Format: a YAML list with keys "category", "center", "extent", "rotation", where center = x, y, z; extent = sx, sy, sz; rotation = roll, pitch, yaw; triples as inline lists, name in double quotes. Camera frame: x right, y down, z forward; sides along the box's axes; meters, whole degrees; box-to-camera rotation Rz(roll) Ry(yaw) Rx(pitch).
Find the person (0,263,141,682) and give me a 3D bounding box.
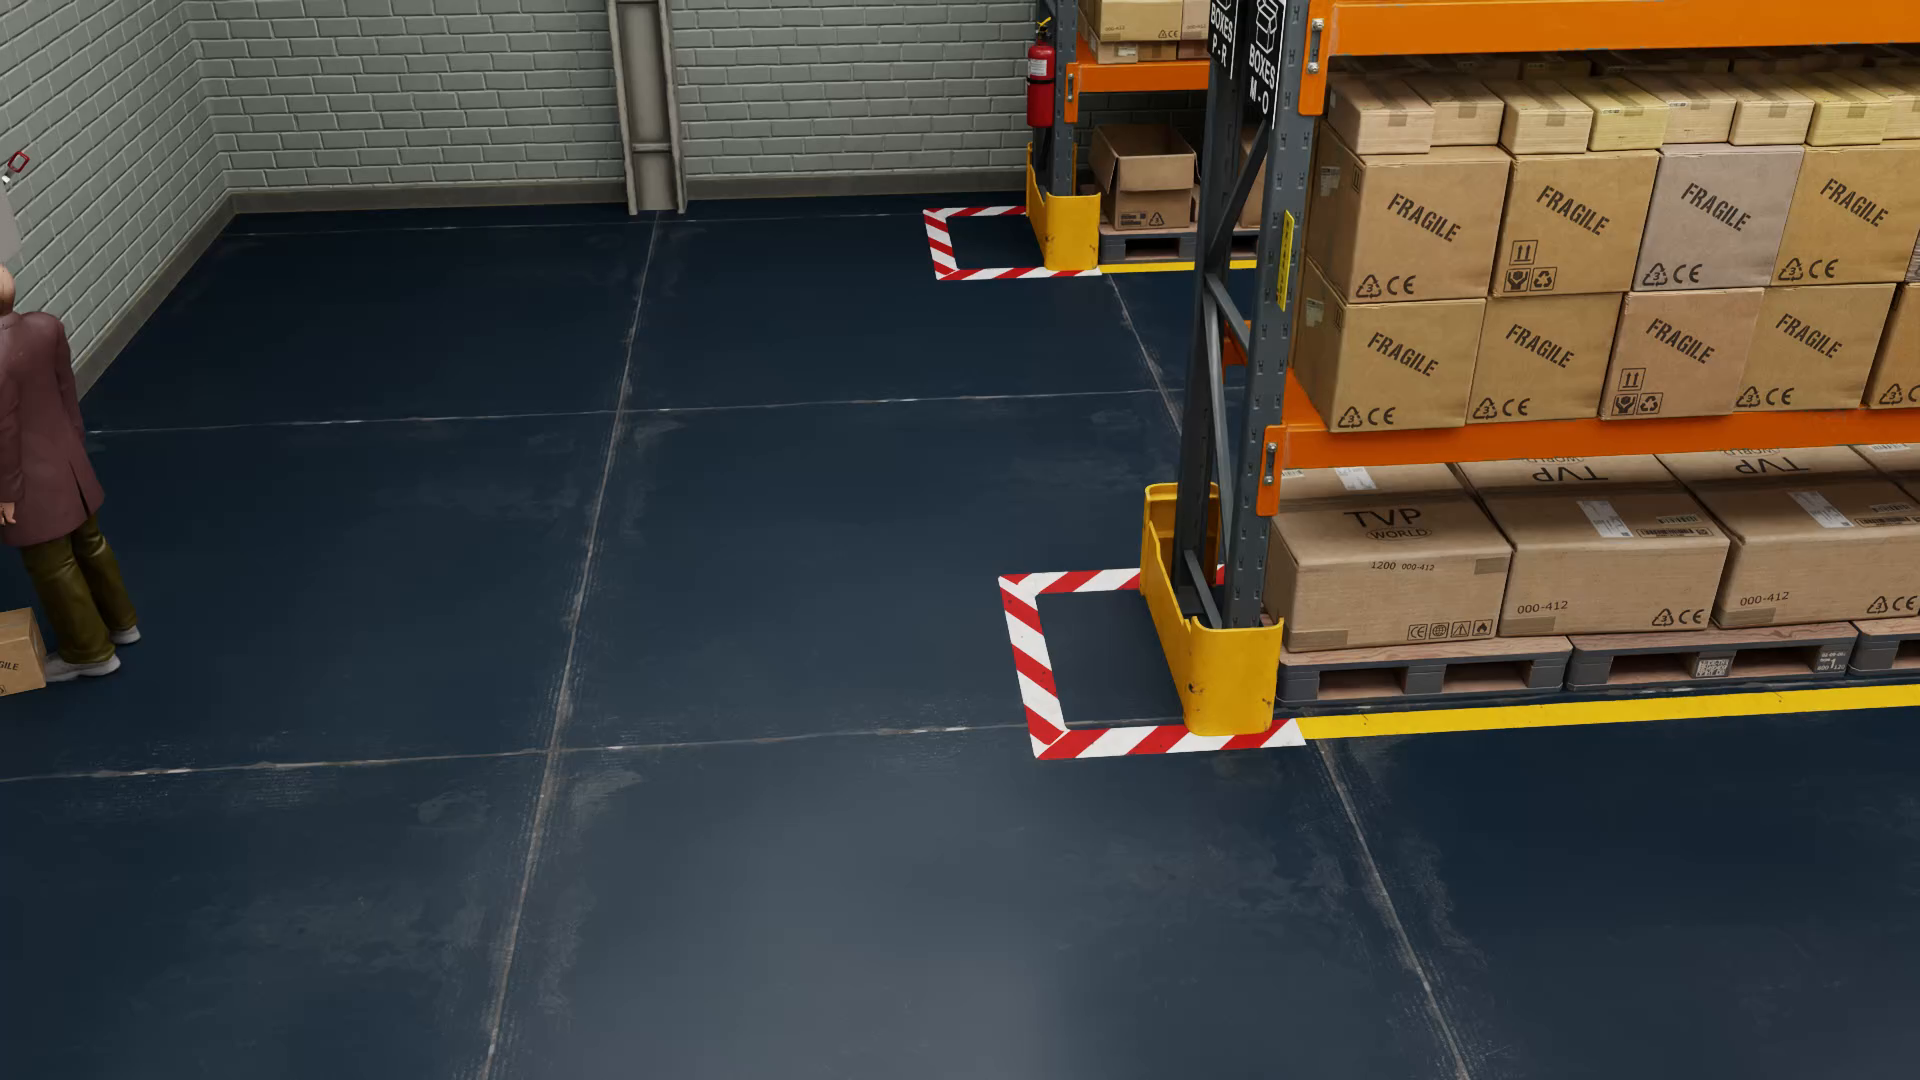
- category: "person"
  center: [-3.700, -0.271, 6.602]
  extent: [0.396, 1.787, 0.555]
  rotation: [2, 31, 4]
